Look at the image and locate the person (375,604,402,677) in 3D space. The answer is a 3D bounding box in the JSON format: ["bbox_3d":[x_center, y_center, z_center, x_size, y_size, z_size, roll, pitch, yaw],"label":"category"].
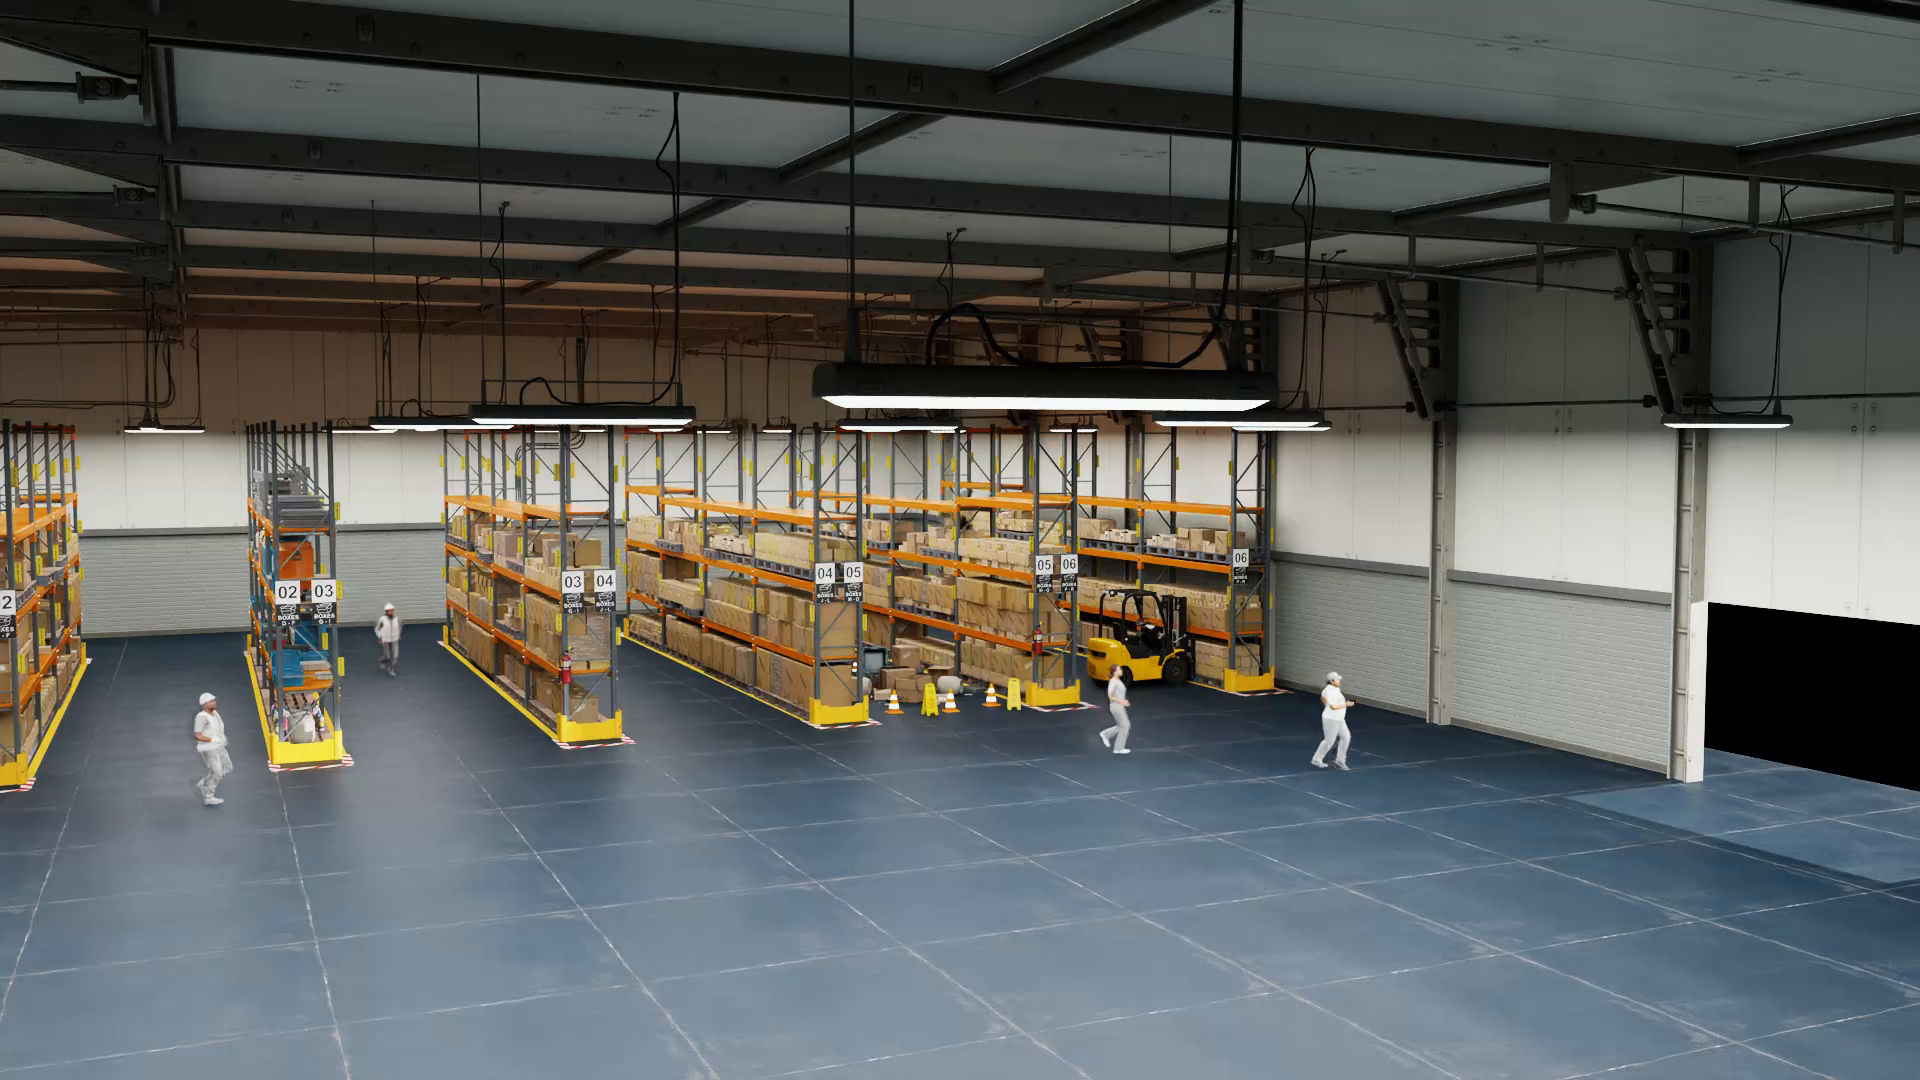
[{"bbox_3d":[-13.655,2.387,39.740,0.646,1.730,0.631,-3,5,-38],"label":"person"}]

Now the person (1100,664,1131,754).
[{"bbox_3d":[2.794,3.034,29.972,0.594,1.617,0.561,1,4,18],"label":"person"}]

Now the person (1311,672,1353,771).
[{"bbox_3d":[6.382,3.118,28.439,0.708,1.723,0.585,1,4,22],"label":"person"}]

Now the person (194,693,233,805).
[{"bbox_3d":[-11.598,3.236,25.818,0.608,1.735,0.675,0,4,0],"label":"person"}]
